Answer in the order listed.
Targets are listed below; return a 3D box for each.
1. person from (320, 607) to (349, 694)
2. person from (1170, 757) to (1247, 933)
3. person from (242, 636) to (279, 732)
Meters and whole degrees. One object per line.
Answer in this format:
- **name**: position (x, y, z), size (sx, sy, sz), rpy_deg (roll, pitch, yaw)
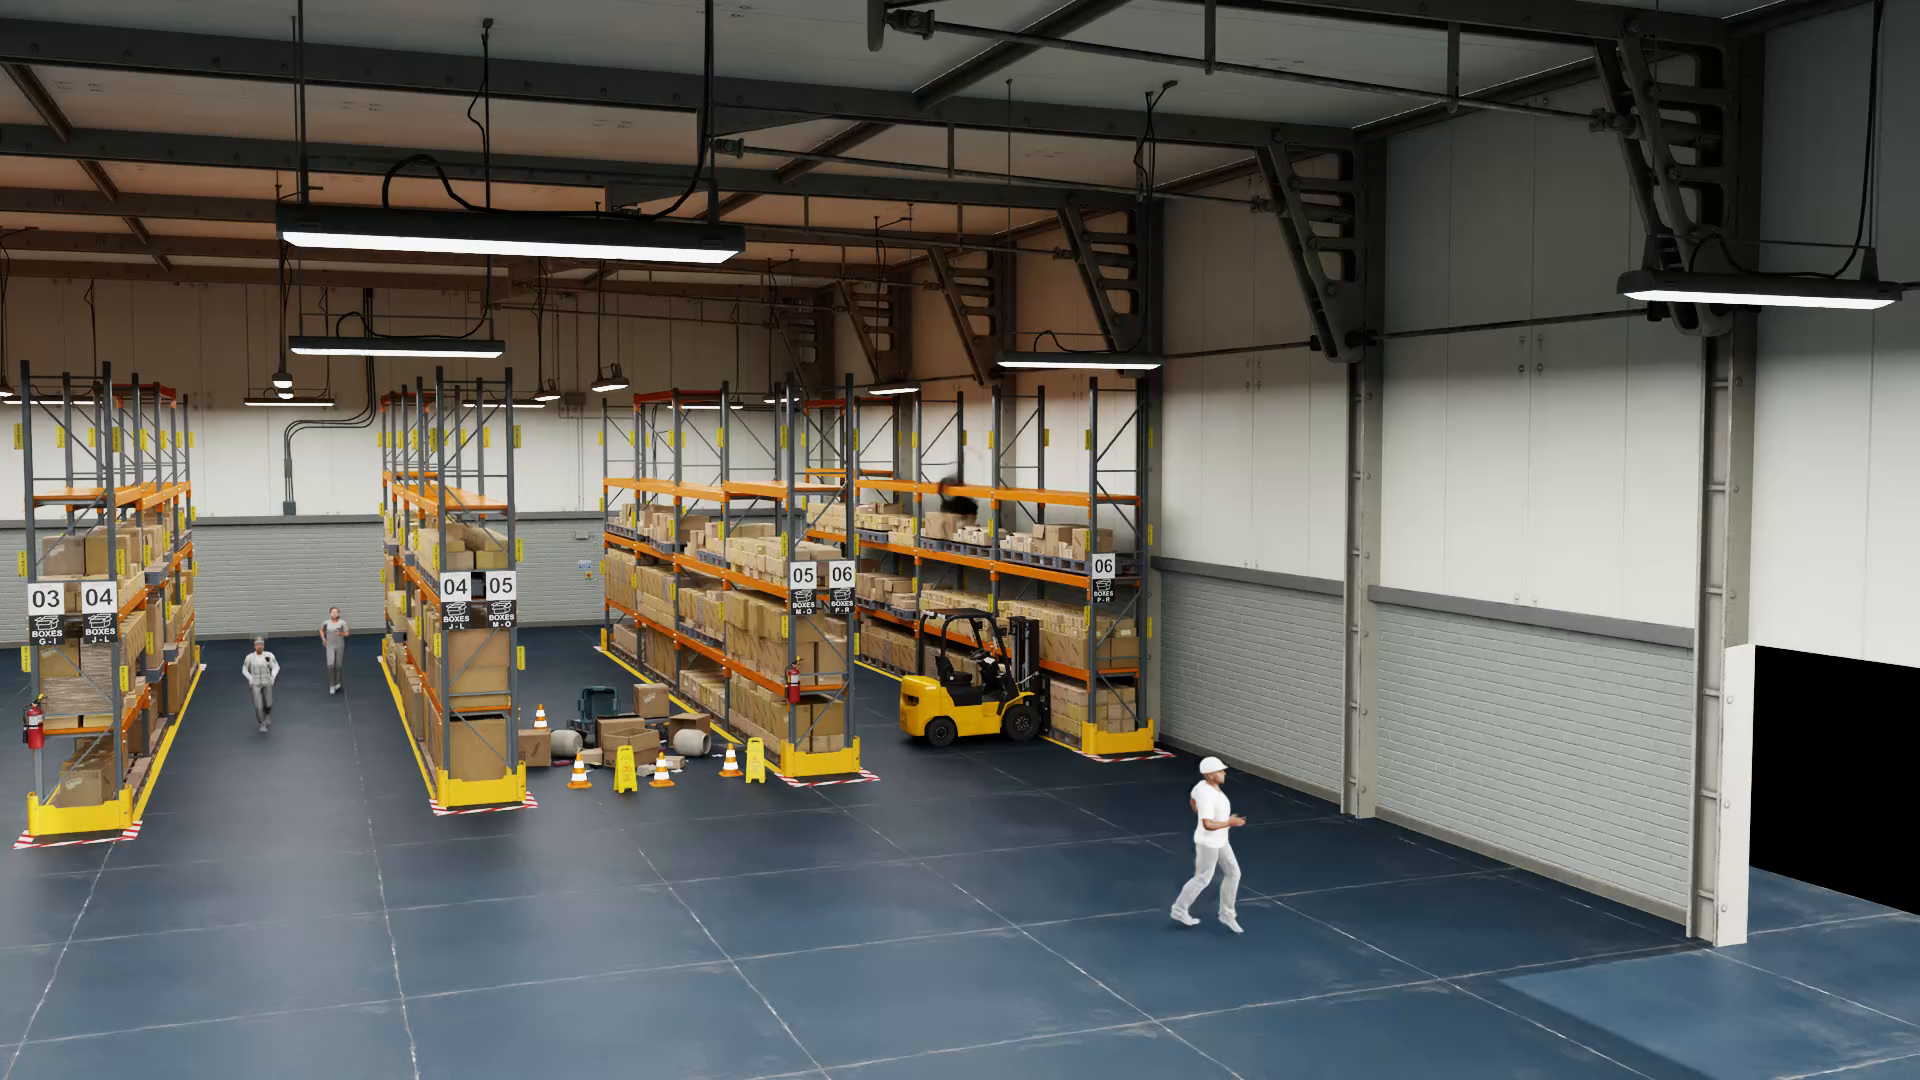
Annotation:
- **person**: position (-12.415, 2.180, 33.033), size (0.547, 1.719, 0.706), rpy_deg (-1, 4, -22)
- **person**: position (2.535, 3.108, 16.875), size (0.787, 1.831, 0.676), rpy_deg (1, 4, 21)
- **person**: position (-11.943, 2.464, 28.424), size (0.589, 1.651, 0.539), rpy_deg (-2, 4, -25)
